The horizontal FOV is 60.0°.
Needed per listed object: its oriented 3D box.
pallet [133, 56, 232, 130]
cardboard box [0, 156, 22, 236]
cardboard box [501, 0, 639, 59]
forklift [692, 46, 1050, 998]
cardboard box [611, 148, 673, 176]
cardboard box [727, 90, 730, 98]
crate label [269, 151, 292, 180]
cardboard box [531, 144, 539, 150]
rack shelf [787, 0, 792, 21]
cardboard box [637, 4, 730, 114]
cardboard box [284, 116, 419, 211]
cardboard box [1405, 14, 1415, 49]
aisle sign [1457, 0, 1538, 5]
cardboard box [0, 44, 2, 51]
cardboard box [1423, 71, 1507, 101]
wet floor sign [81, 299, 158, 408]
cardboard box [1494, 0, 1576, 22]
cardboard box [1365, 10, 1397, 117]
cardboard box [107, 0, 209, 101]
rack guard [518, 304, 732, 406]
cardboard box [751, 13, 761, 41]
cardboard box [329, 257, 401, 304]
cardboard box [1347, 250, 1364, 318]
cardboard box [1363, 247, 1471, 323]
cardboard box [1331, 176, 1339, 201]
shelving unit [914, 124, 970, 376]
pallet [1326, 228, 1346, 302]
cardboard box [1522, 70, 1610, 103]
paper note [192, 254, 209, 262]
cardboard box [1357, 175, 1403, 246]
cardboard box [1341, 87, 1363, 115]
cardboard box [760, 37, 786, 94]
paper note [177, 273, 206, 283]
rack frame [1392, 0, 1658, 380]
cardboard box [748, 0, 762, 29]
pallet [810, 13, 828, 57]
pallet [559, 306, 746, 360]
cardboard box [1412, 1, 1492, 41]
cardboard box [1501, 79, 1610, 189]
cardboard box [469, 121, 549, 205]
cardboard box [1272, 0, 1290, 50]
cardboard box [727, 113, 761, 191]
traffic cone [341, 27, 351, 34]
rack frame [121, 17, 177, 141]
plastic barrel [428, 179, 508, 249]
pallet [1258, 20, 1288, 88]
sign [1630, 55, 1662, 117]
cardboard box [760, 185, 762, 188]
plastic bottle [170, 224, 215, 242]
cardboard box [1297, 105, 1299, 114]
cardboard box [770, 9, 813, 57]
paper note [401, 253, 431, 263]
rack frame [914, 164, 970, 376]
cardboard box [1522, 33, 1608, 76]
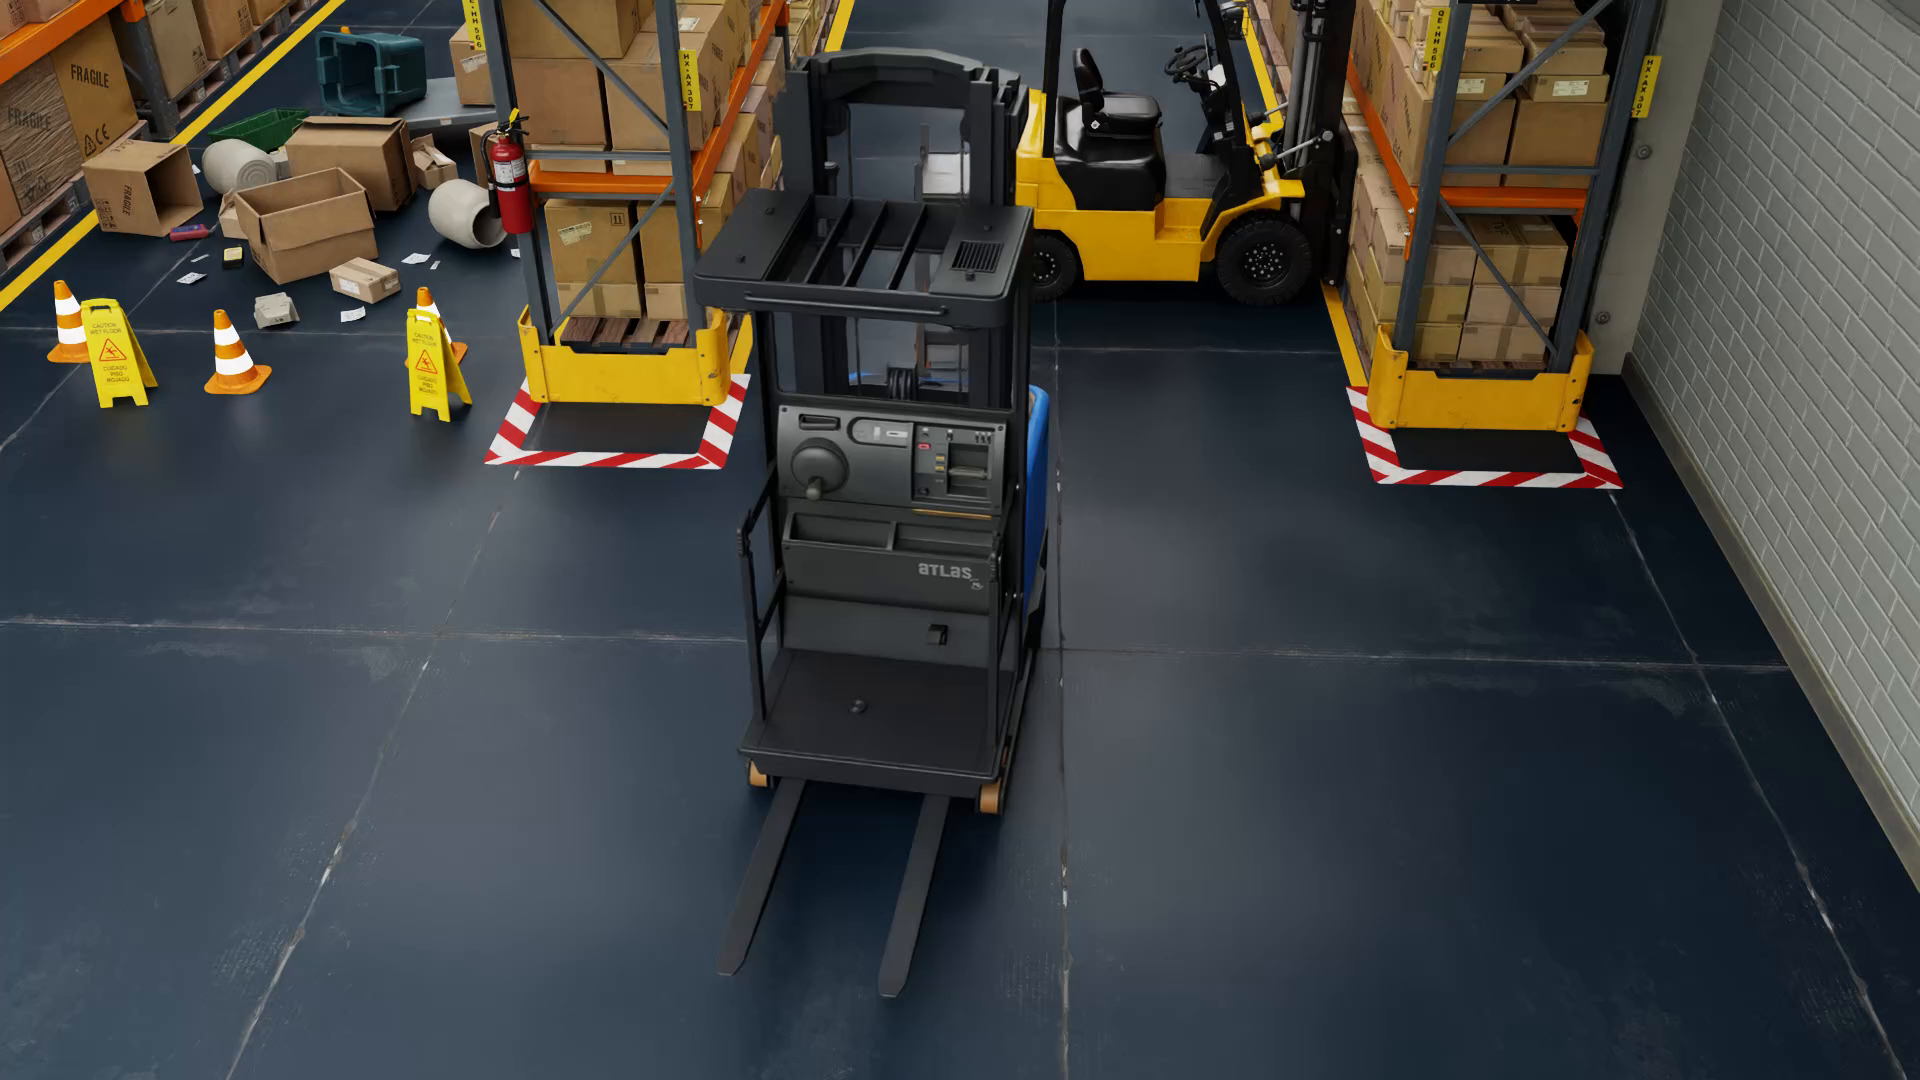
[{"bbox_3d":[-6.807,-3.745,13.842,1.003,0.211,1.213,1,35,2],"label":"pallet"},{"bbox_3d":[-6.929,-2.342,10.903,0.875,0.875,0.875,1,35,1],"label":"cardboard box"},{"bbox_3d":[-2.171,-2.957,9.079,0.700,0.500,0.500,1,35,1],"label":"cardboard box"},{"bbox_3d":[-0.310,-0.264,6.522,1.130,2.935,3.031,5,35,8],"label":"forklift"},{"bbox_3d":[-1.753,-2.175,9.400,0.380,0.149,0.250,1,35,2],"label":"cardboard box"},{"bbox_3d":[-1.632,-2.765,10.239,0.380,0.149,0.250,2,35,3],"label":"cardboard box"},{"bbox_3d":[-5.189,-2.849,12.630,0.298,0.136,0.250,-24,42,-30],"label":"crate label"},{"bbox_3d":[-2.273,-2.352,9.652,0.380,0.149,0.250,1,35,1],"label":"cardboard box"},{"bbox_3d":[-1.732,-5.240,14.168,1.077,0.370,4.000,1,35,2],"label":"rack shelf"},{"bbox_3d":[-1.660,-2.813,9.744,0.500,0.500,0.500,2,35,3],"label":"cardboard box"},{"bbox_3d":[-4.403,-2.726,12.019,0.797,0.637,0.503,1,35,2],"label":"cardboard box"},{"bbox_3d":[2.794,-2.924,9.596,0.380,0.149,0.250,1,35,2],"label":"cardboard box"},{"bbox_3d":[2.690,-3.007,8.105,0.394,0.787,0.004,1,35,2],"label":"aisle sign"},{"bbox_3d":[-6.826,-3.360,10.737,0.875,0.550,0.500,1,35,2],"label":"cardboard box"},{"bbox_3d":[2.720,-2.486,8.974,0.380,0.149,0.250,2,35,3],"label":"cardboard box"},{"bbox_3d":[-4.946,-1.118,9.725,0.267,0.644,0.232,-4,35,-6],"label":"wet floor sign"},{"bbox_3d":[3.279,-3.034,9.494,0.380,0.149,0.250,2,35,2],"label":"cardboard box"},{"bbox_3d":[2.794,-2.896,10.121,0.500,0.500,0.500,1,35,1],"label":"cardboard box"},{"bbox_3d":[-6.828,-4.051,13.443,1.050,0.750,0.750,1,35,2],"label":"cardboard box"},{"bbox_3d":[-1.970,-1.108,9.837,1.175,0.500,0.348,1,35,2],"label":"rack guard"},{"bbox_3d":[-1.559,-3.507,11.295,0.380,0.149,0.250,1,35,1],"label":"cardboard box"},{"bbox_3d":[-3.939,-1.720,11.013,0.380,0.149,0.250,20,40,26],"label":"cardboard box"},{"bbox_3d":[2.719,-1.584,10.367,0.500,0.250,0.500,1,35,2],"label":"cardboard box"},{"bbox_3d":[2.694,-1.513,9.831,0.500,0.250,0.500,1,35,1],"label":"cardboard box"},{"bbox_3d":[2.748,-2.385,11.072,0.500,0.250,0.500,1,35,2],"label":"cardboard box"},{"bbox_3d":[0.007,-0.954,8.227,0.431,2.100,0.503,1,35,2],"label":"shelving unit"},{"bbox_3d":[3.027,-1.973,11.319,1.003,0.211,1.213,1,35,2],"label":"pallet"},{"bbox_3d":[3.259,-2.470,8.950,0.380,0.149,0.250,0,35,1],"label":"cardboard box"},{"bbox_3d":[-5.231,-1.940,11.448,0.032,0.001,0.123,20,40,26],"label":"paper note"},{"bbox_3d":[2.708,-1.996,10.083,0.500,0.250,0.500,2,35,3],"label":"cardboard box"},{"bbox_3d":[2.775,-2.878,11.339,0.500,0.250,0.500,2,35,3],"label":"cardboard box"},{"bbox_3d":[-1.568,-3.393,12.288,0.500,0.500,0.500,1,35,1],"label":"cardboard box"},{"bbox_3d":[-5.166,-1.765,11.183,0.144,0.017,0.142,13,37,18],"label":"paper note"},{"bbox_3d":[2.986,-1.974,8.896,1.000,3.000,0.127,1,35,2],"label":"rack frame"},{"bbox_3d":[-1.612,-3.693,10.995,0.500,0.500,0.500,2,35,3],"label":"cardboard box"},{"bbox_3d":[-1.737,-4.394,14.765,1.003,0.211,1.213,1,35,2],"label":"pallet"},{"bbox_3d":[-1.902,-1.456,10.583,1.003,0.211,1.213,1,35,2],"label":"pallet"},{"bbox_3d":[2.753,-2.906,9.313,0.380,0.149,0.250,2,35,3],"label":"cardboard box"},{"bbox_3d":[3.284,-2.294,9.263,0.500,0.500,0.500,2,35,3],"label":"cardboard box"},{"bbox_3d":[-3.215,-2.779,12.213,0.500,0.500,0.500,28,44,33],"label":"cardboard box"},{"bbox_3d":[3.224,-4.650,14.404,0.875,0.625,0.625,0,35,0],"label":"cardboard box"},{"bbox_3d":[-1.619,-2.500,11.018,0.500,0.500,0.500,2,35,3],"label":"cardboard box"},{"bbox_3d":[-5.200,-4.139,14.183,0.336,0.463,0.334,1,35,2],"label":"traffic cone"},{"bbox_3d":[-6.763,-4.441,12.406,1.000,3.000,0.127,1,35,2],"label":"rack frame"},{"bbox_3d":[-3.403,-2.255,11.536,0.512,0.421,0.421,28,44,33],"label":"plastic barrel"},{"bbox_3d":[3.184,-4.259,14.572,1.003,0.211,1.213,1,35,2],"label":"pallet"},{"bbox_3d":[3.541,-2.345,8.602,0.100,0.325,0.005,1,35,2],"label":"sign"},{"bbox_3d":[-1.627,-2.198,11.240,0.500,0.250,0.500,4,35,5],"label":"cardboard box"},{"bbox_3d":[-5.413,-2.172,11.733,0.283,0.061,0.133,-10,36,-14],"label":"plastic bottle"},{"bbox_3d":[2.797,-3.049,12.452,0.500,0.250,0.500,2,35,2],"label":"cardboard box"},{"bbox_3d":[-1.769,-4.196,13.978,0.950,0.372,0.625,3,35,5],"label":"cardboard box"},{"bbox_3d":[-3.740,-1.941,11.441,0.148,0.019,0.142,13,37,18],"label":"paper note"},{"bbox_3d":[-0.003,-0.814,8.028,0.400,2.100,0.015,1,35,2],"label":"rack frame"},{"bbox_3d":[3.213,-2.590,8.863,0.380,0.149,0.250,1,35,1],"label":"cardboard box"}]
